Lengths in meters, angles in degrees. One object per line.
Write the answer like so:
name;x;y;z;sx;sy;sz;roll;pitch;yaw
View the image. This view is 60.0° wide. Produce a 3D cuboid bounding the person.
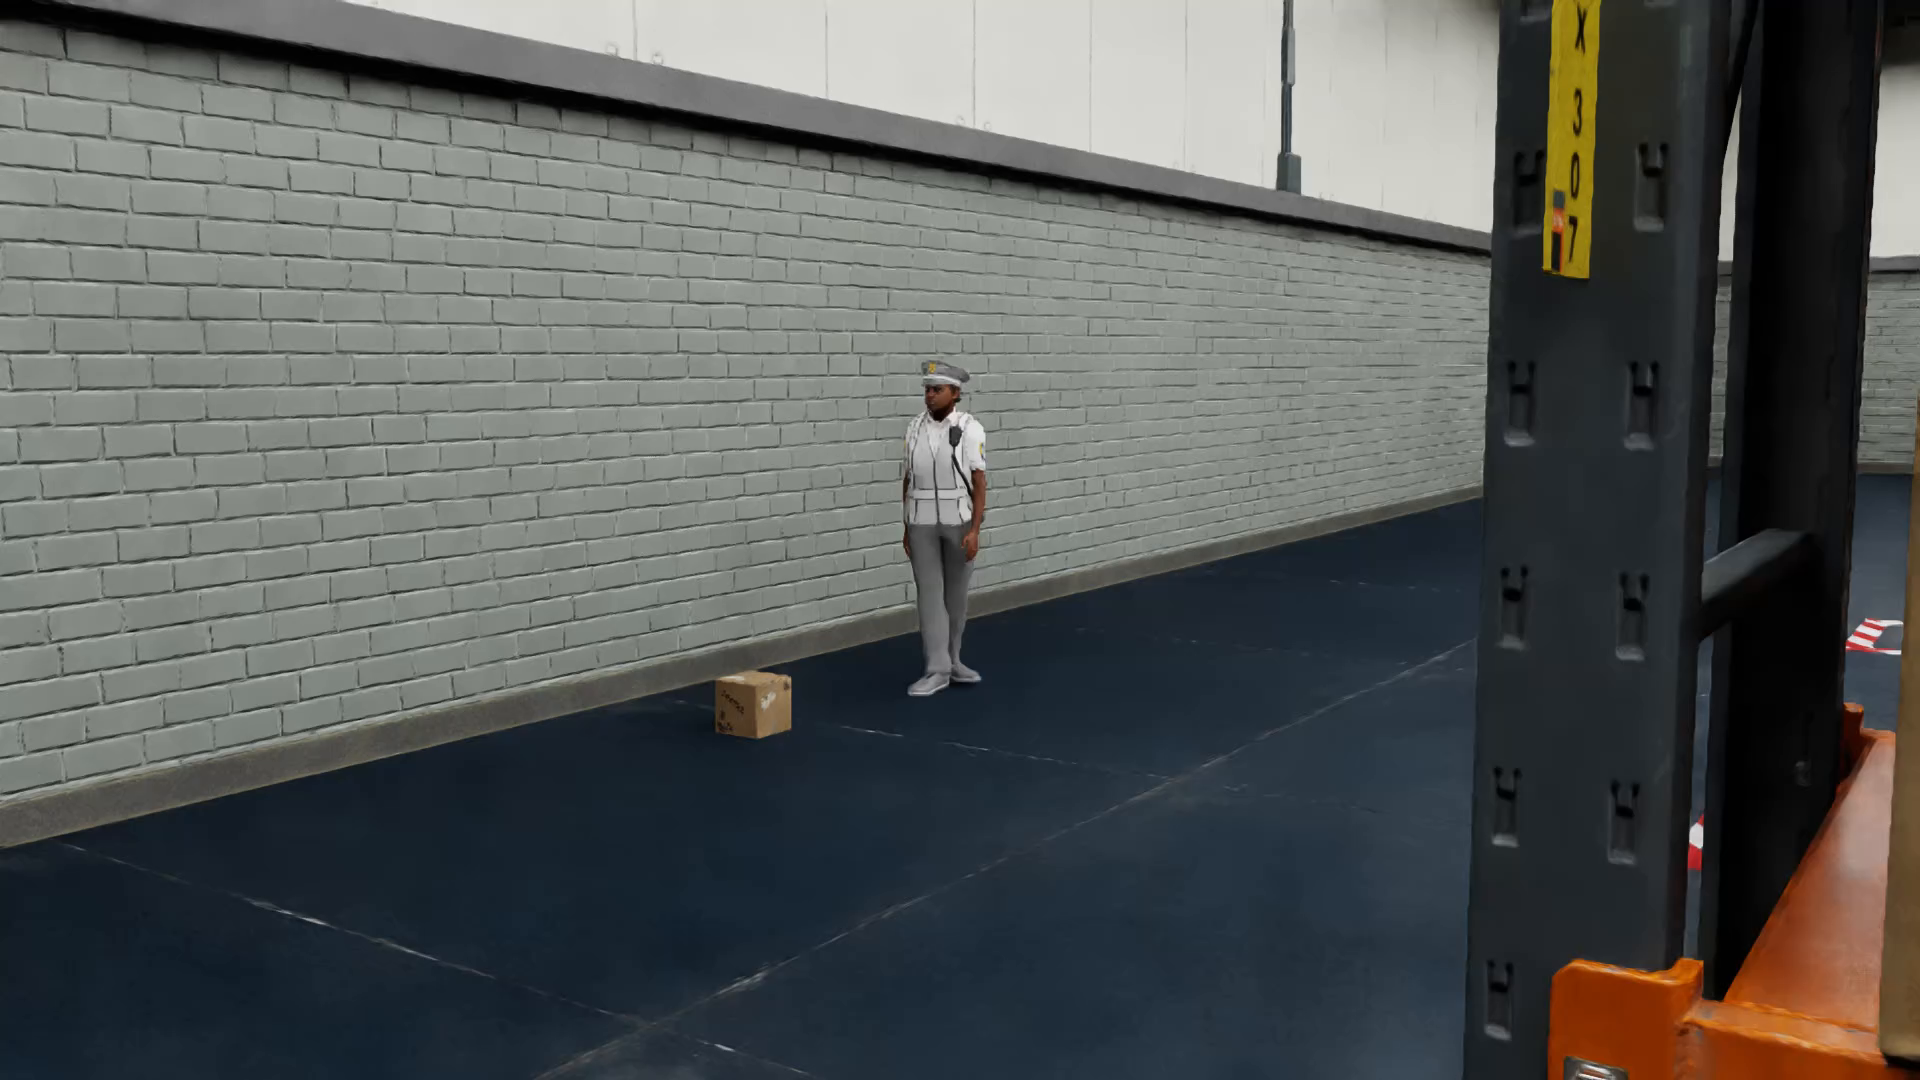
person;-0.074;-0.064;8.487;0.449;1.683;0.474;1;6;9
